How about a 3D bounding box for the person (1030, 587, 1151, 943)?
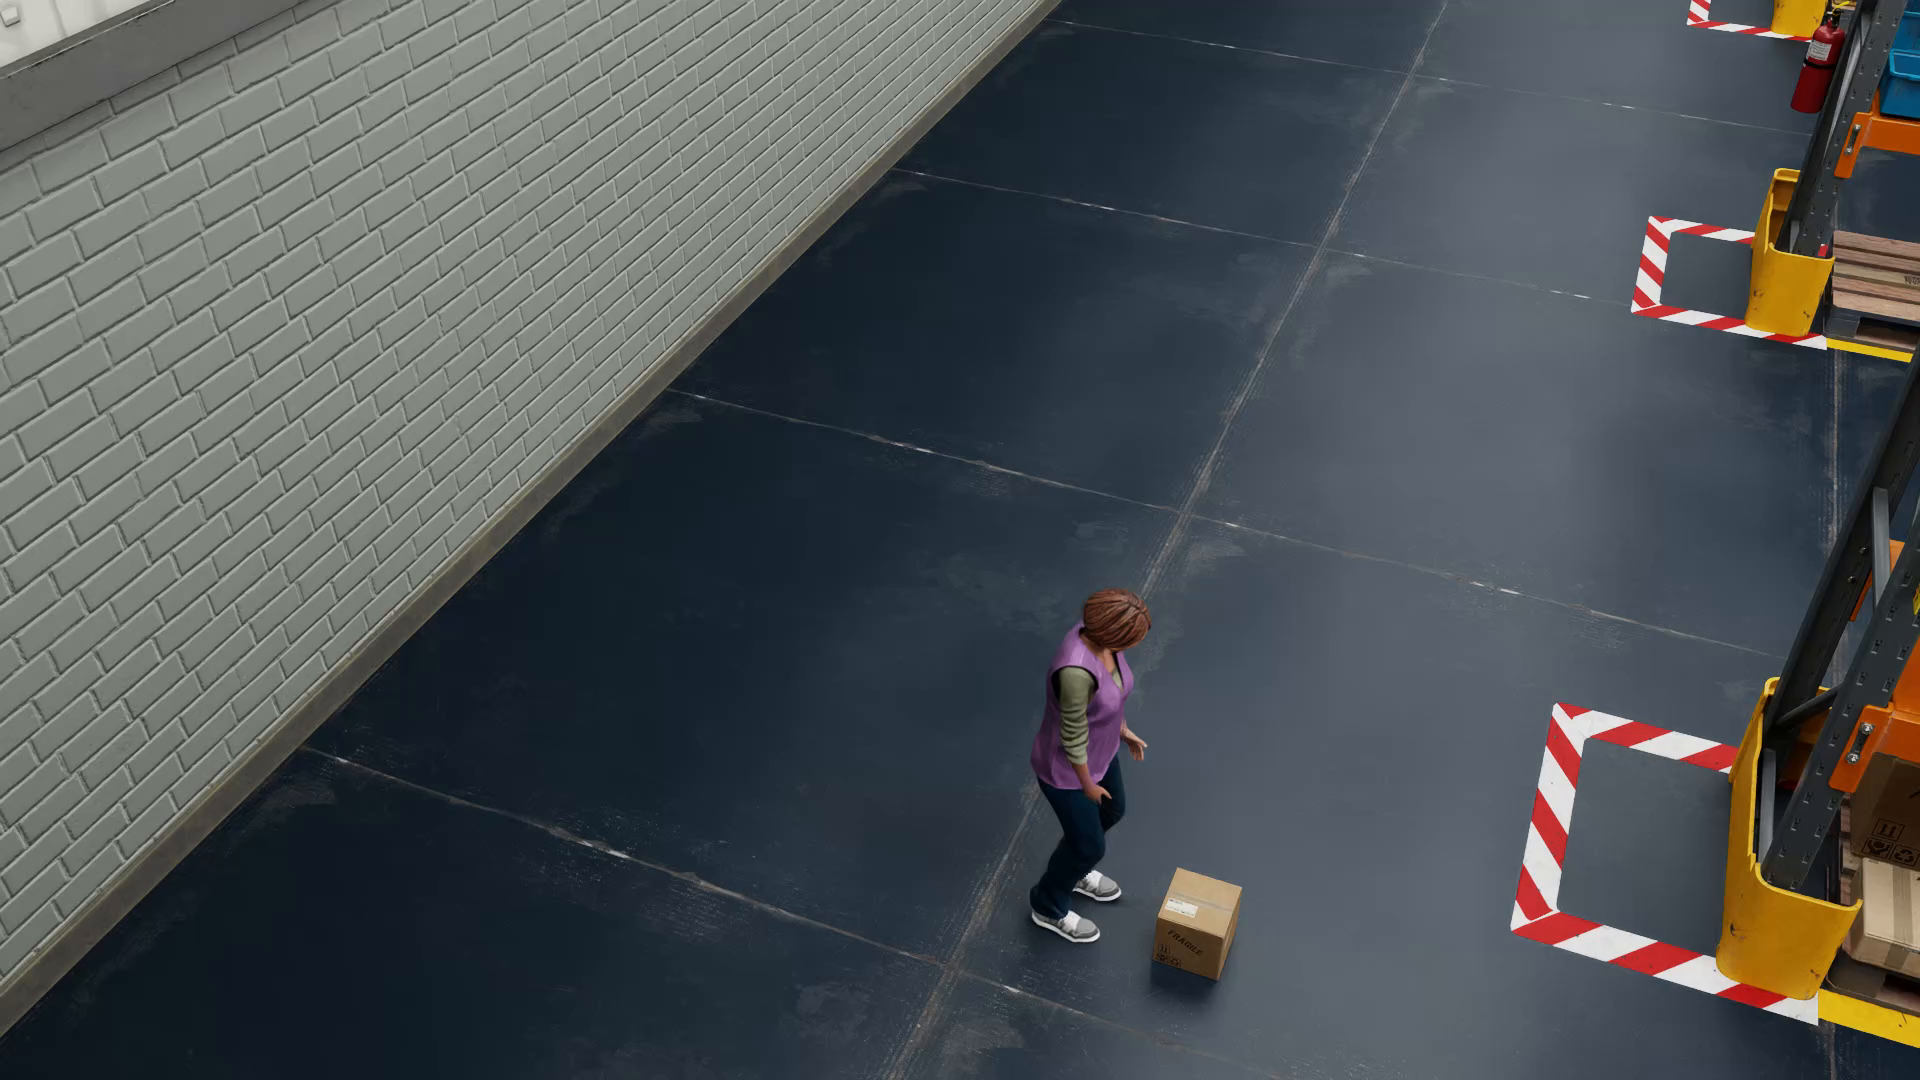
[{"bbox_3d":[0.449,0.775,5.880,0.368,1.550,0.423,15,41,19],"label":"person"}]
